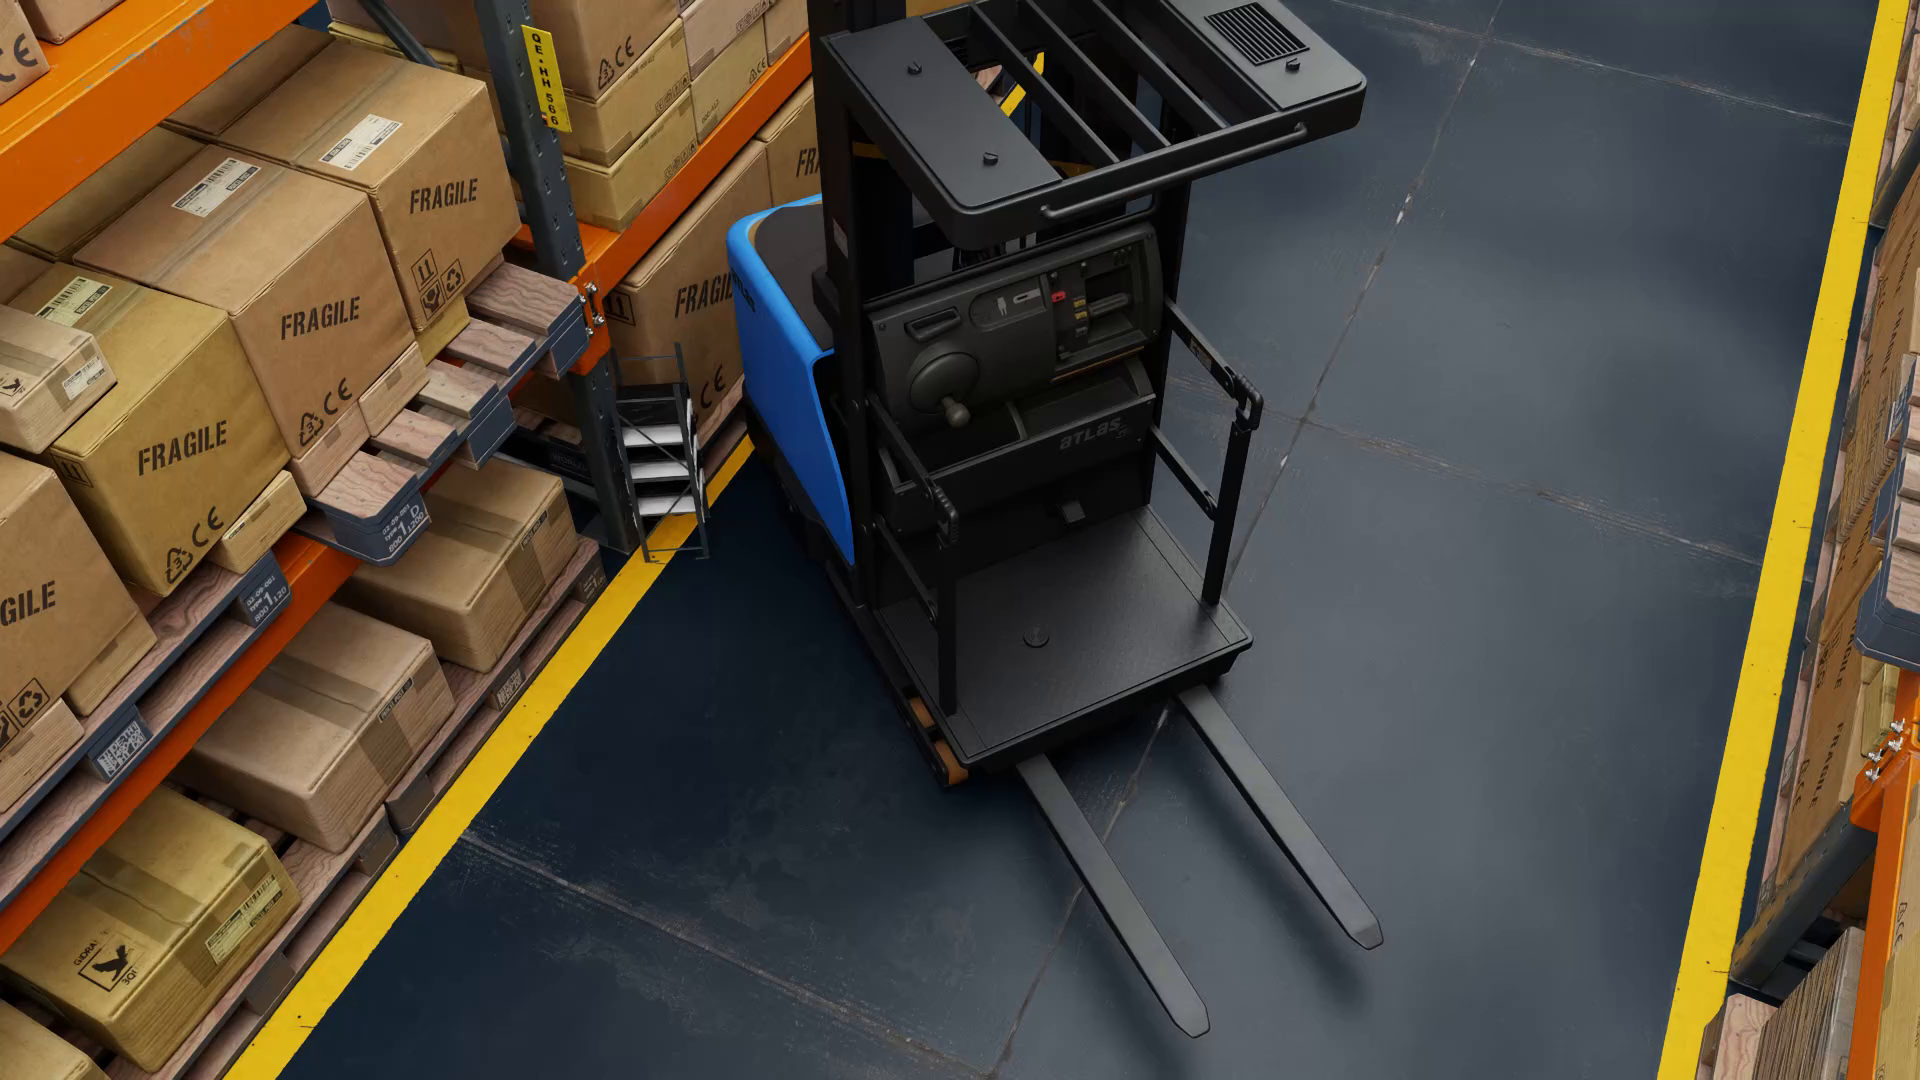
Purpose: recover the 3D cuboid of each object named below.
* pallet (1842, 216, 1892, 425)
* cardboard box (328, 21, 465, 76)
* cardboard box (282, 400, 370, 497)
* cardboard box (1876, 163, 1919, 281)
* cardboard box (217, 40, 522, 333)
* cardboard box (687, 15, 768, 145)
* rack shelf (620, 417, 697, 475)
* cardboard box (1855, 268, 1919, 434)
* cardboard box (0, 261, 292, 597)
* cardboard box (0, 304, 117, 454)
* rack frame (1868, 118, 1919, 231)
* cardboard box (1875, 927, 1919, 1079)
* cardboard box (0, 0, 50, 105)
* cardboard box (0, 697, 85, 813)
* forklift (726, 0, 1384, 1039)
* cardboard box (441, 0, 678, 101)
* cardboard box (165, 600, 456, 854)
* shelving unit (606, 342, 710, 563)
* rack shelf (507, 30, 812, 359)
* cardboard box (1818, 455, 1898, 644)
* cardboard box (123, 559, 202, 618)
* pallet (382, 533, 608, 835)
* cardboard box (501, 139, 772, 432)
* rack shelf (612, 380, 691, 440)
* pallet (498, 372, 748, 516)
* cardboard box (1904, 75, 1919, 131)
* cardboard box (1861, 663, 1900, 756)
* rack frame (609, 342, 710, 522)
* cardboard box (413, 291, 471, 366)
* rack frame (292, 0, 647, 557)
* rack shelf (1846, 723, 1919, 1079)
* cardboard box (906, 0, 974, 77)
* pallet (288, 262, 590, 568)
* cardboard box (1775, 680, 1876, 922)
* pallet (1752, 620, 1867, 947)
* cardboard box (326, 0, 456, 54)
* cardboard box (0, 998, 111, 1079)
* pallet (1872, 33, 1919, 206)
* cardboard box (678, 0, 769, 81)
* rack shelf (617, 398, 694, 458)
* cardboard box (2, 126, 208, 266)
[{"bbox_3d":[4.228,-0.778,6.774,1.003,0.211,1.213,20,52,16],"label":"pallet"},{"bbox_3d":[-1.680,-1.642,5.448,0.500,0.250,0.500,20,52,16],"label":"cardboard box"},{"bbox_3d":[-1.815,-0.298,4.423,0.380,0.149,0.250,18,52,14],"label":"cardboard box"},{"bbox_3d":[4.131,-1.320,6.770,0.500,0.500,0.500,22,53,18],"label":"cardboard box"},{"bbox_3d":[-1.600,-0.974,4.572,0.500,0.500,0.500,18,52,15],"label":"cardboard box"},{"bbox_3d":[-1.017,-1.678,5.807,0.500,0.250,0.500,18,52,15],"label":"cardboard box"},{"bbox_3d":[-1.060,-0.330,5.866,0.258,0.077,0.200,-4,50,-3],"label":"rack shelf"},{"bbox_3d":[3.696,-0.608,6.164,0.500,0.500,0.500,18,52,15],"label":"cardboard box"},{"bbox_3d":[-2.025,-0.266,3.970,0.500,0.500,0.500,17,52,14],"label":"cardboard box"},{"bbox_3d":[-2.101,-0.369,3.632,0.380,0.149,0.250,18,52,14],"label":"cardboard box"},{"bbox_3d":[4.541,-2.254,6.199,1.000,3.000,0.127,20,52,16],"label":"rack frame"},{"bbox_3d":[2.203,1.119,3.426,0.500,0.250,0.500,19,52,15],"label":"cardboard box"},{"bbox_3d":[-2.283,-1.058,3.144,0.797,0.503,0.637,20,52,16],"label":"cardboard box"},{"bbox_3d":[-2.262,0.421,3.811,0.380,0.149,0.250,22,53,17],"label":"cardboard box"},{"bbox_3d":[0.281,-0.525,4.772,1.130,2.935,3.031,-21,53,-17],"label":"forklift"},{"bbox_3d":[-1.225,-1.729,5.029,0.500,0.500,0.500,18,52,15],"label":"cardboard box"},{"bbox_3d":[-2.215,0.500,5.305,0.950,0.372,0.625,19,52,15],"label":"cardboard box"},{"bbox_3d":[-1.060,-0.293,5.909,0.258,0.900,0.210,-4,50,-3],"label":"shelving unit"},{"bbox_3d":[-0.802,-2.256,6.673,1.077,0.370,4.000,20,52,16],"label":"rack shelf"},{"bbox_3d":[3.263,0.110,5.552,0.500,0.500,0.500,22,53,18],"label":"cardboard box"},{"bbox_3d":[-2.141,0.028,4.146,0.380,0.149,0.250,20,53,16],"label":"cardboard box"},{"bbox_3d":[-1.992,0.329,5.832,1.003,0.211,1.213,20,52,16],"label":"pallet"},{"bbox_3d":[-1.287,-1.009,6.258,0.875,0.875,0.875,19,52,16],"label":"cardboard box"},{"bbox_3d":[-1.060,-0.447,5.728,0.258,0.077,0.200,-4,50,-3],"label":"rack shelf"},{"bbox_3d":[-1.252,-0.727,6.730,1.003,0.211,1.213,20,52,16],"label":"pallet"},{"bbox_3d":[4.514,-1.946,7.532,0.380,0.149,0.250,18,52,15],"label":"cardboard box"},{"bbox_3d":[2.815,0.541,4.759,0.380,0.149,0.250,17,52,14],"label":"cardboard box"},{"bbox_3d":[-1.069,-0.371,5.974,0.240,0.900,0.006,-4,50,-3],"label":"rack frame"},{"bbox_3d":[-1.633,-0.657,4.728,0.380,0.149,0.250,21,53,17],"label":"cardboard box"},{"bbox_3d":[-1.657,-1.112,5.227,1.000,3.000,0.127,20,52,16],"label":"rack frame"},{"bbox_3d":[1.978,2.110,2.957,1.077,0.370,4.000,20,52,16],"label":"rack shelf"},{"bbox_3d":[-0.519,-2.237,7.303,0.875,0.875,0.875,21,53,17],"label":"cardboard box"},{"bbox_3d":[-1.865,-0.525,4.853,1.213,0.211,1.003,20,52,16],"label":"pallet"},{"bbox_3d":[2.819,0.813,4.954,0.500,0.500,0.500,21,53,17],"label":"cardboard box"},{"bbox_3d":[3.186,0.902,5.344,1.003,0.211,1.213,20,52,16],"label":"pallet"},{"bbox_3d":[-1.673,-1.910,5.184,0.500,0.500,0.500,19,52,15],"label":"cardboard box"},{"bbox_3d":[-2.840,1.499,4.454,0.950,0.372,0.625,23,53,18],"label":"cardboard box"},{"bbox_3d":[4.836,-1.823,7.663,1.003,0.211,1.213,20,52,16],"label":"pallet"},{"bbox_3d":[-0.995,-1.850,5.625,0.500,0.250,0.500,21,53,17],"label":"cardboard box"},{"bbox_3d":[-1.060,-0.388,5.797,0.258,0.077,0.200,-4,50,-3],"label":"rack shelf"},{"bbox_3d":[-2.275,-0.782,4.409,0.500,0.500,0.500,22,53,18],"label":"cardboard box"}]
